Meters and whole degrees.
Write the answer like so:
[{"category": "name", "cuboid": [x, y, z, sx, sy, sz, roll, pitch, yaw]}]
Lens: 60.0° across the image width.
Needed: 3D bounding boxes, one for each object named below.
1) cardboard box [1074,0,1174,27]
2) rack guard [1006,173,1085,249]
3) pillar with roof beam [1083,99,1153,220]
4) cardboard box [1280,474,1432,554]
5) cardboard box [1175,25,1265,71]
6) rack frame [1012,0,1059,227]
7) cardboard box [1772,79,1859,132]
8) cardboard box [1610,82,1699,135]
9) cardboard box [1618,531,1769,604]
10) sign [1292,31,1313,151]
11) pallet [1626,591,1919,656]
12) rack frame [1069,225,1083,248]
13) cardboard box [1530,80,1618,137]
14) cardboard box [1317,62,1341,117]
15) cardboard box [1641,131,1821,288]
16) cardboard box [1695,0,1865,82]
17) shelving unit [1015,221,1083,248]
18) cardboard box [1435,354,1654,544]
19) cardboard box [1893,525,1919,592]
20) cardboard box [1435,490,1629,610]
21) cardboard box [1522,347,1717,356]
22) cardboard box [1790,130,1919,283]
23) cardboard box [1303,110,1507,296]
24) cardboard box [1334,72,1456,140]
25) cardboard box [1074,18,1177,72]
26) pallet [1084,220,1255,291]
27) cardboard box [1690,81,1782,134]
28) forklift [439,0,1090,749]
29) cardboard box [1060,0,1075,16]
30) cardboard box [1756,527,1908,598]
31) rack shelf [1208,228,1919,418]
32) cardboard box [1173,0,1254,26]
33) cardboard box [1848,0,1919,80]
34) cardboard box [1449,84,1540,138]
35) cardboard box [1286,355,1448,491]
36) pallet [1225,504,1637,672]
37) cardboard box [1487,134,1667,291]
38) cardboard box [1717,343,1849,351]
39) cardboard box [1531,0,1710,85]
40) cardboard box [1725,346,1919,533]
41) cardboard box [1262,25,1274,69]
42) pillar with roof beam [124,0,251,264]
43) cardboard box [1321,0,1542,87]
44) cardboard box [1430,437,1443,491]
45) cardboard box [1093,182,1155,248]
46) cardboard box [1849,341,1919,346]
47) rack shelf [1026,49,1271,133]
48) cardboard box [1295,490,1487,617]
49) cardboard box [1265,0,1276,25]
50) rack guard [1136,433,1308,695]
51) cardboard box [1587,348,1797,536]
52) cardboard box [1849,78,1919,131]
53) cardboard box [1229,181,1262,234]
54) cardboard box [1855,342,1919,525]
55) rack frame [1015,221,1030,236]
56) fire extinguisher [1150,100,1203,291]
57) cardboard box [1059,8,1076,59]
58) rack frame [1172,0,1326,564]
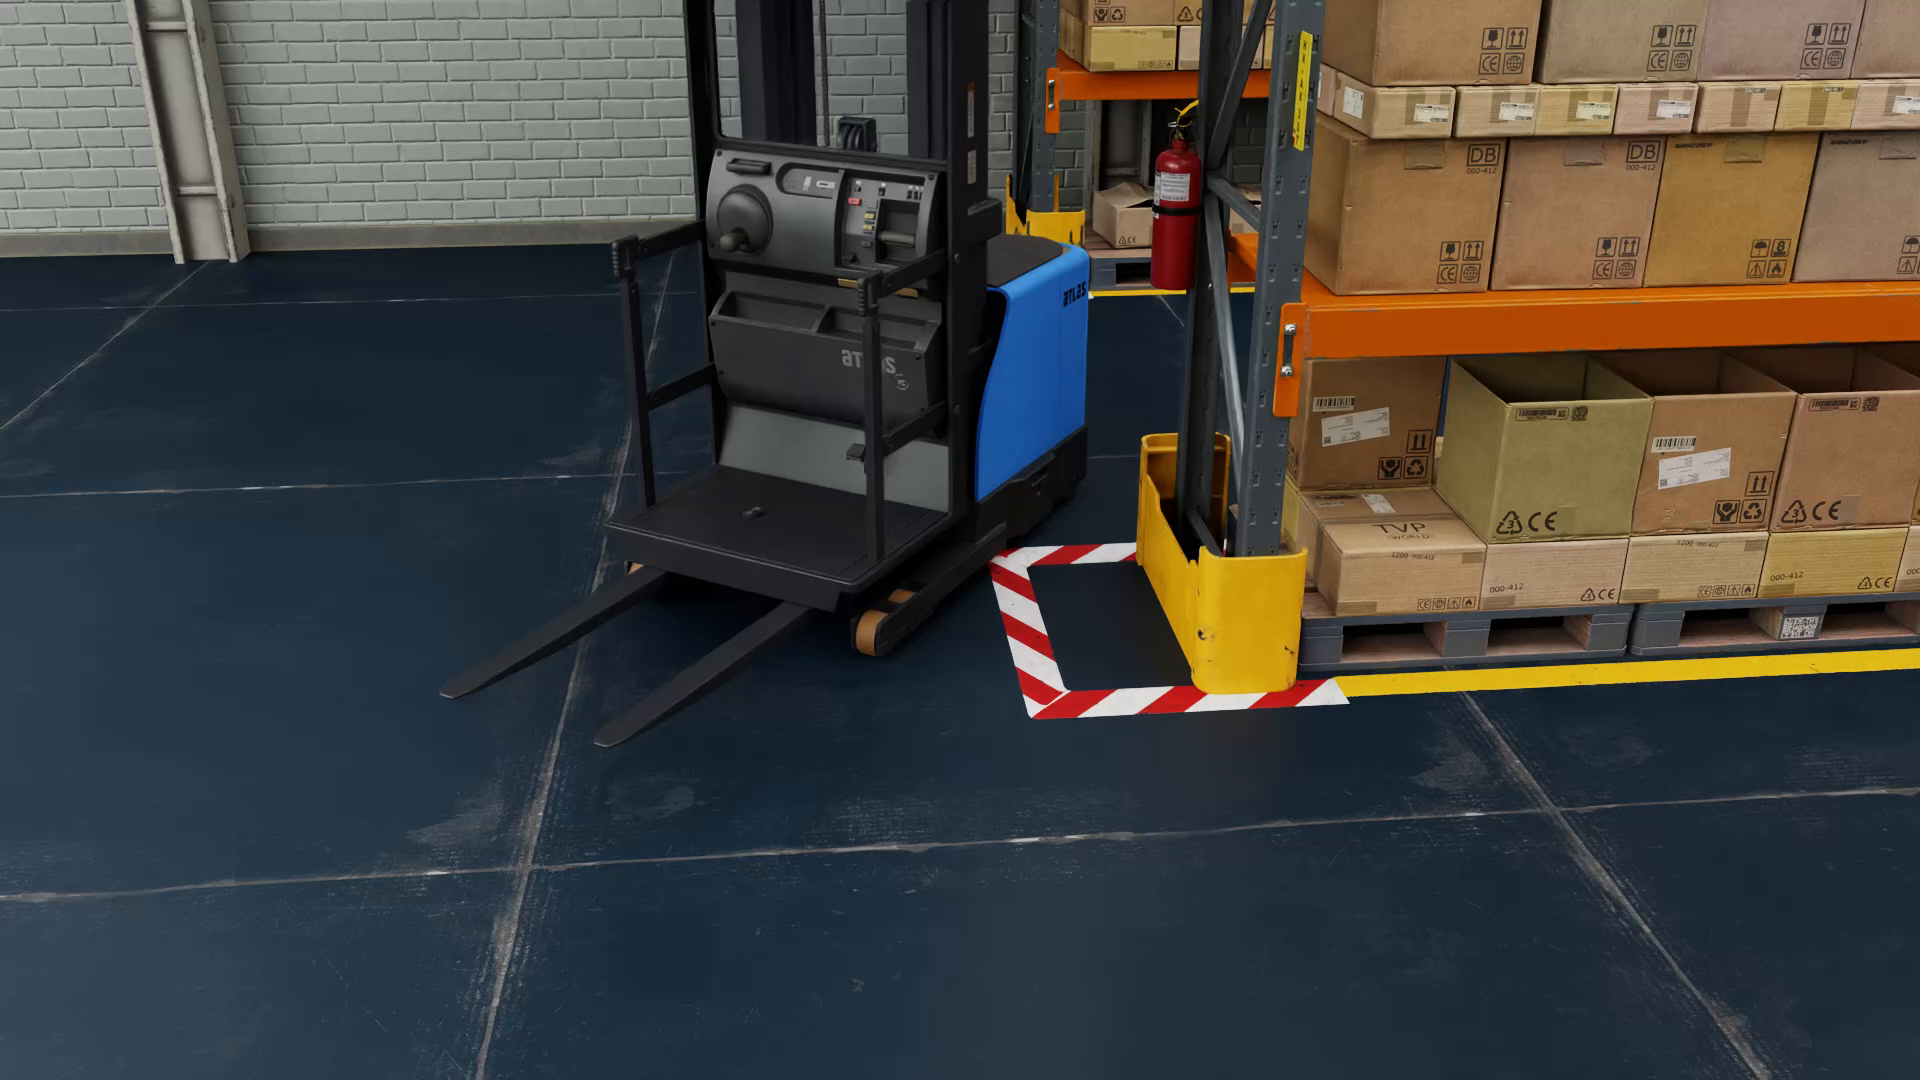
[{"category": "cardboard box", "cuboid": [0.957, -3.276, 9.664, 0.500, 0.500, 0.500, -2, 24, -5]}, {"category": "rack guard", "cuboid": [0.528, -1.956, 10.535, 0.348, 0.500, 1.175, -2, 24, -5]}, {"category": "pillar with roof beam", "cuboid": [1.487, -4.474, 5.737, 0.400, 9.000, 9.100, -2, 24, -5]}, {"category": "cardboard box", "cuboid": [1.447, -0.169, 6.306, 0.500, 0.250, 0.500, -2, 24, -5]}, {"category": "cardboard box", "cuboid": [1.484, -2.953, 9.862, 0.500, 0.250, 0.500, -3, 24, -7]}, {"category": "rack frame", "cuboid": [0.452, -3.095, 10.020, 0.127, 3.000, 1.000, -2, 24, -5]}, {"category": "cardboard box", "cuboid": [2.636, -1.416, 5.321, 0.250, 0.149, 0.380, -3, 24, -6]}, {"category": "cardboard box", "cuboid": [2.117, -1.394, 5.271, 0.250, 0.149, 0.380, -3, 24, -6]}, {"category": "cardboard box", "cuboid": [2.493, -0.001, 5.928, 0.500, 0.250, 0.500, -2, 24, -5]}, {"category": "sign", "cuboid": [0.991, -1.300, 4.819, 0.005, 0.325, 0.100, -2, 24, -5]}, {"category": "pallet", "cuboid": [2.911, 0.086, 6.296, 1.213, 0.211, 1.003, -2, 24, -5]}, {"category": "rack frame", "cuboid": [0.491, -0.851, 7.353, 0.008, 1.050, 0.200, 8, 21, 17]}, {"category": "cardboard box", "cuboid": [1.865, -1.385, 5.251, 0.250, 0.149, 0.380, -2, 24, -5]}, {"category": "cardboard box", "cuboid": [1.304, -1.527, 5.572, 0.250, 0.149, 0.380, -3, 24, -6]}, {"category": "cardboard box", "cuboid": [2.425, -1.193, 5.617, 0.500, 0.500, 0.700, -2, 24, -5]}, {"category": "cardboard box", "cuboid": [2.486, -1.791, 5.365, 0.500, 0.500, 0.700, -2, 24, -5]}, {"category": "shelving unit", "cuboid": [0.375, -0.867, 7.389, 0.252, 1.050, 0.215, 8, 21, 17]}, {"category": "cardboard box", "cuboid": [1.996, -0.323, 5.729, 0.500, 0.500, 0.500, -2, 24, -5]}, {"category": "cardboard box", "cuboid": [3.489, -0.039, 6.014, 0.500, 0.250, 0.500, -2, 24, -5]}, {"category": "cardboard box", "cuboid": [1.996, 0.019, 5.883, 0.500, 0.250, 0.500, -2, 24, -5]}, {"category": "cardboard box", "cuboid": [2.441, -0.559, 6.259, 0.500, 0.500, 0.500, -2, 24, -5]}, {"category": "cardboard box", "cuboid": [2.949, -1.215, 5.668, 0.500, 0.500, 0.700, -2, 24, -4]}, {"category": "cardboard box", "cuboid": [1.409, -1.152, 5.526, 0.500, 0.500, 0.700, -2, 24, -5]}, {"category": "cardboard box", "cuboid": [1.354, -1.364, 5.203, 0.250, 0.149, 0.380, -2, 24, -6]}, {"category": "cardboard box", "cuboid": [0.969, -2.927, 9.802, 0.500, 0.250, 0.500, -3, 24, -7]}, {"category": "pallet", "cuboid": [1.340, -1.842, 10.635, 1.213, 0.211, 1.003, -2, 24, -5]}, {"category": "cardboard box", "cuboid": [2.382, -1.406, 5.298, 0.250, 0.149, 0.380, -3, 24, -7]}, {"category": "forklift", "cuboid": [-0.596, -1.137, 5.699, 1.130, 2.935, 3.031, 12, 27, 26]}, {"category": "cardboard box", "cuboid": [0.900, -3.483, 10.130, 0.500, 0.500, 0.500, -3, 24, -6]}, {"category": "cardboard box", "cuboid": [2.991, -0.019, 5.968, 0.500, 0.250, 0.500, -2, 24, -5]}, {"category": "rack shelf", "cuboid": [2.933, -0.844, 5.842, 4.000, 0.370, 1.077, -2, 24, -5]}, {"category": "cardboard box", "cuboid": [1.450, -3.292, 9.699, 0.500, 0.500, 0.500, -2, 24, -5]}, {"category": "cardboard box", "cuboid": [2.984, -1.811, 5.411, 0.500, 0.500, 0.700, -2, 24, -5]}, {"category": "cardboard box", "cuboid": [1.617, -1.375, 5.230, 0.250, 0.149, 0.380, -3, 24, -7]}, {"category": "cardboard box", "cuboid": [1.447, -0.513, 6.156, 0.500, 0.500, 0.500, -2, 24, -5]}, {"category": "pallet", "cuboid": [1.700, 0.134, 6.189, 1.213, 0.211, 1.003, -2, 24, -5]}, {"category": "cardboard box", "cuboid": [1.931, -1.175, 5.578, 0.500, 0.500, 0.700, -2, 24, -4]}, {"category": "cardboard box", "cuboid": [2.939, -0.578, 6.303, 0.500, 0.500, 0.500, -2, 24, -5]}, {"category": "cardboard box", "cuboid": [1.984, -1.770, 5.319, 0.500, 0.500, 0.700, -3, 24, -7]}, {"category": "cardboard box", "cuboid": [2.991, -0.361, 5.815, 0.500, 0.500, 0.500, -2, 24, -5]}, {"category": "cardboard box", "cuboid": [1.992, -2.971, 9.902, 0.500, 0.250, 0.500, -3, 24, -6]}, {"category": "pillar with roof beam", "cuboid": [-4.484, -4.235, 5.198, 0.400, 9.000, 9.100, -2, 24, -5]}, {"category": "cardboard box", "cuboid": [1.461, -1.747, 5.267, 0.500, 0.500, 0.700, -2, 24, -5]}, {"category": "cardboard box", "cuboid": [1.944, -0.194, 6.362, 0.500, 0.250, 0.500, -2, 24, -5]}, {"category": "cardboard box", "cuboid": [1.150, -2.059, 10.458, 0.500, 0.311, 0.500, -5, 24, -11]}, {"category": "cardboard box", "cuboid": [3.436, -0.599, 6.349, 0.500, 0.500, 0.500, -2, 24, -5]}, {"category": "rack shelf", "cuboid": [2.442, -2.846, 10.346, 4.000, 0.370, 1.077, -2, 24, -5]}, {"category": "cardboard box", "cuboid": [1.498, 0.040, 5.835, 0.500, 0.250, 0.500, -2, 24, -5]}, {"category": "cardboard box", "cuboid": [1.964, -3.310, 9.740, 0.500, 0.500, 0.500, -3, 24, -7]}, {"category": "rack guard", "cuboid": [0.919, 0.050, 6.022, 0.348, 0.500, 1.175, -2, 24, -5]}, {"category": "cardboard box", "cuboid": [2.492, -0.349, 5.786, 0.500, 0.500, 0.500, -2, 24, -5]}, {"category": "cardboard box", "cuboid": [2.884, -1.425, 5.341, 0.250, 0.149, 0.380, -2, 24, -5]}, {"category": "cardboard box", "cuboid": [1.717, -2.082, 10.509, 0.500, 0.311, 0.500, 0, 24, -1]}, {"category": "cardboard box", "cuboid": [3.487, -0.387, 5.873, 0.500, 0.500, 0.500, -2, 24, -5]}, {"category": "rack frame", "cuboid": [0.260, -0.883, 7.425, 0.008, 1.050, 0.200, 8, 21, 17]}, {"category": "fire extinguisher", "cuboid": [0.779, -1.241, 5.944, 0.183, 0.674, 0.296, -2, 24, -5]}, {"category": "cardboard box", "cuboid": [0.898, -3.133, 10.265, 0.500, 0.250, 0.500, -2, 24, -4]}, {"category": "rack frame", "cuboid": [0.943, -1.093, 5.516, 0.127, 3.000, 1.000, -2, 24, -5]}]
